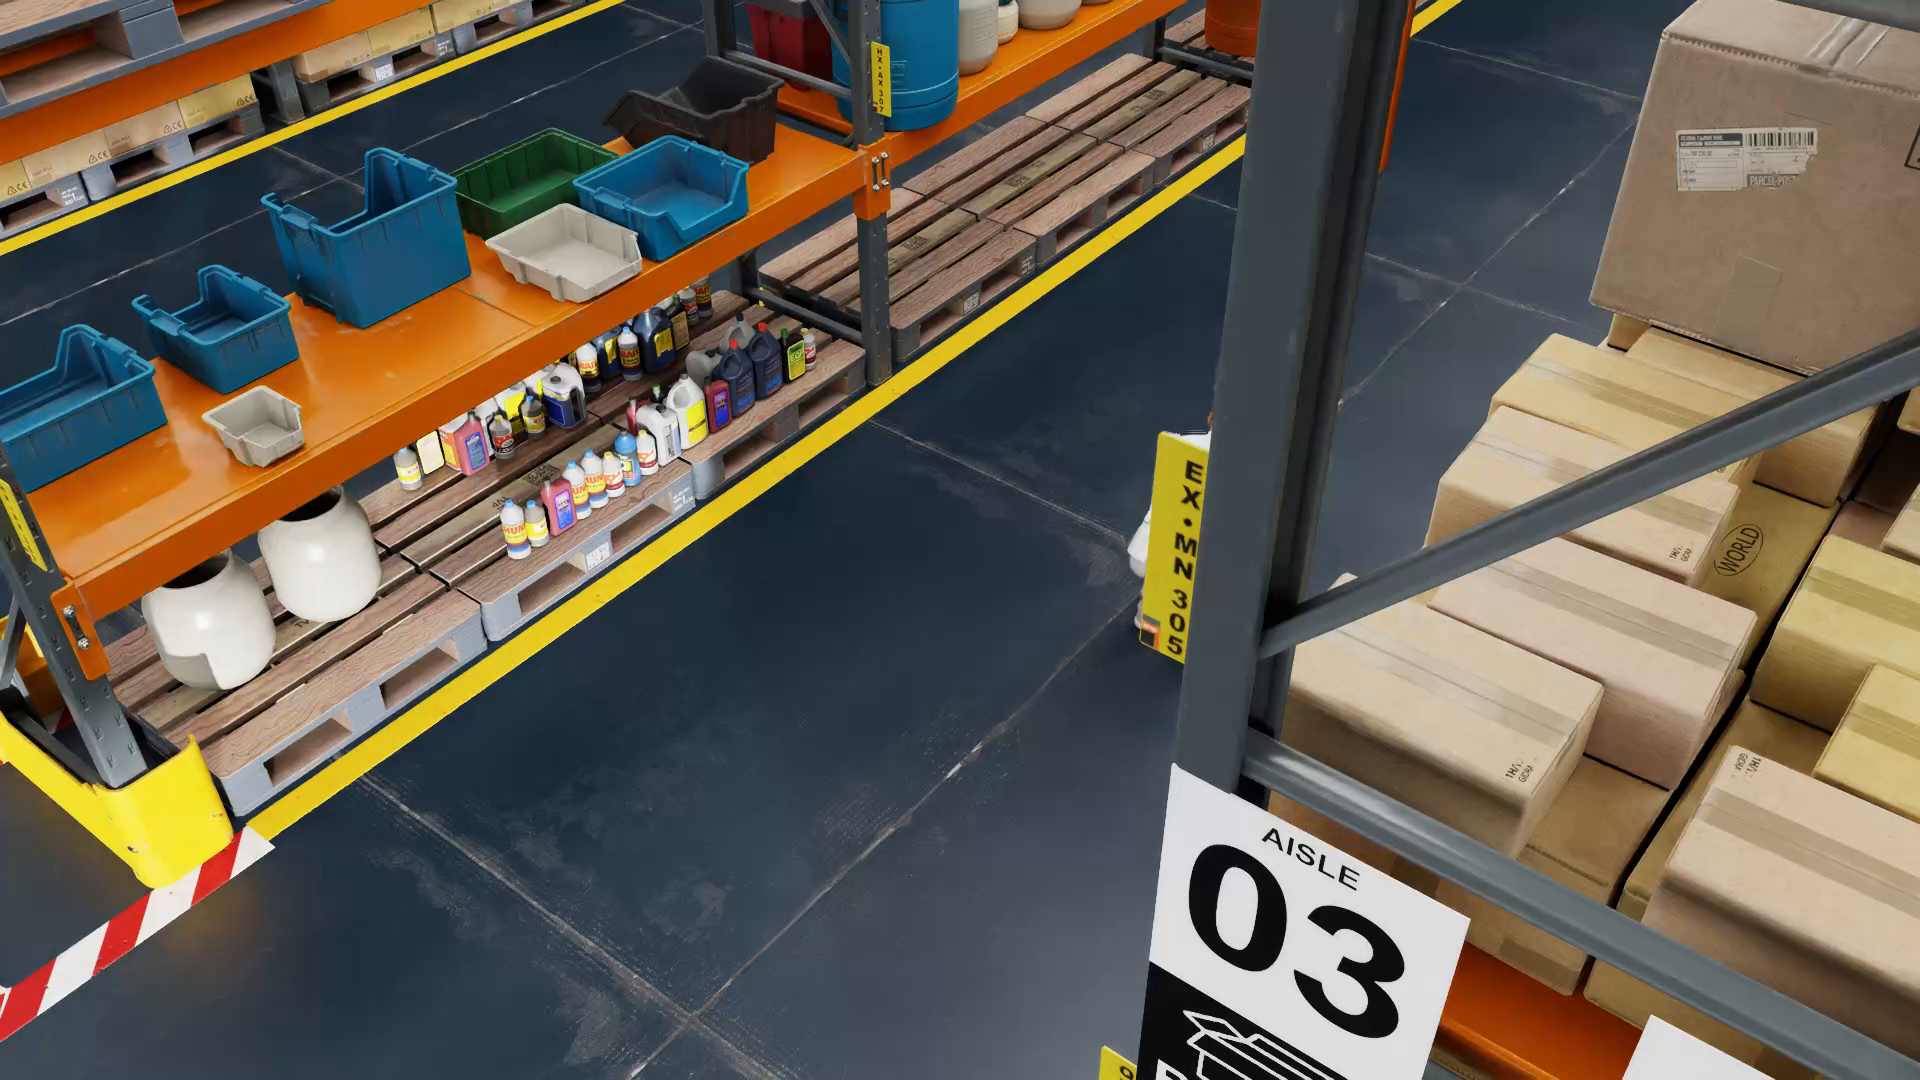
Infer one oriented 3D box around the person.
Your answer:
[{"bbox_3d":[0.986,-0.086,6.813,0.492,0.975,0.820,26,46,28],"label":"person"}]
